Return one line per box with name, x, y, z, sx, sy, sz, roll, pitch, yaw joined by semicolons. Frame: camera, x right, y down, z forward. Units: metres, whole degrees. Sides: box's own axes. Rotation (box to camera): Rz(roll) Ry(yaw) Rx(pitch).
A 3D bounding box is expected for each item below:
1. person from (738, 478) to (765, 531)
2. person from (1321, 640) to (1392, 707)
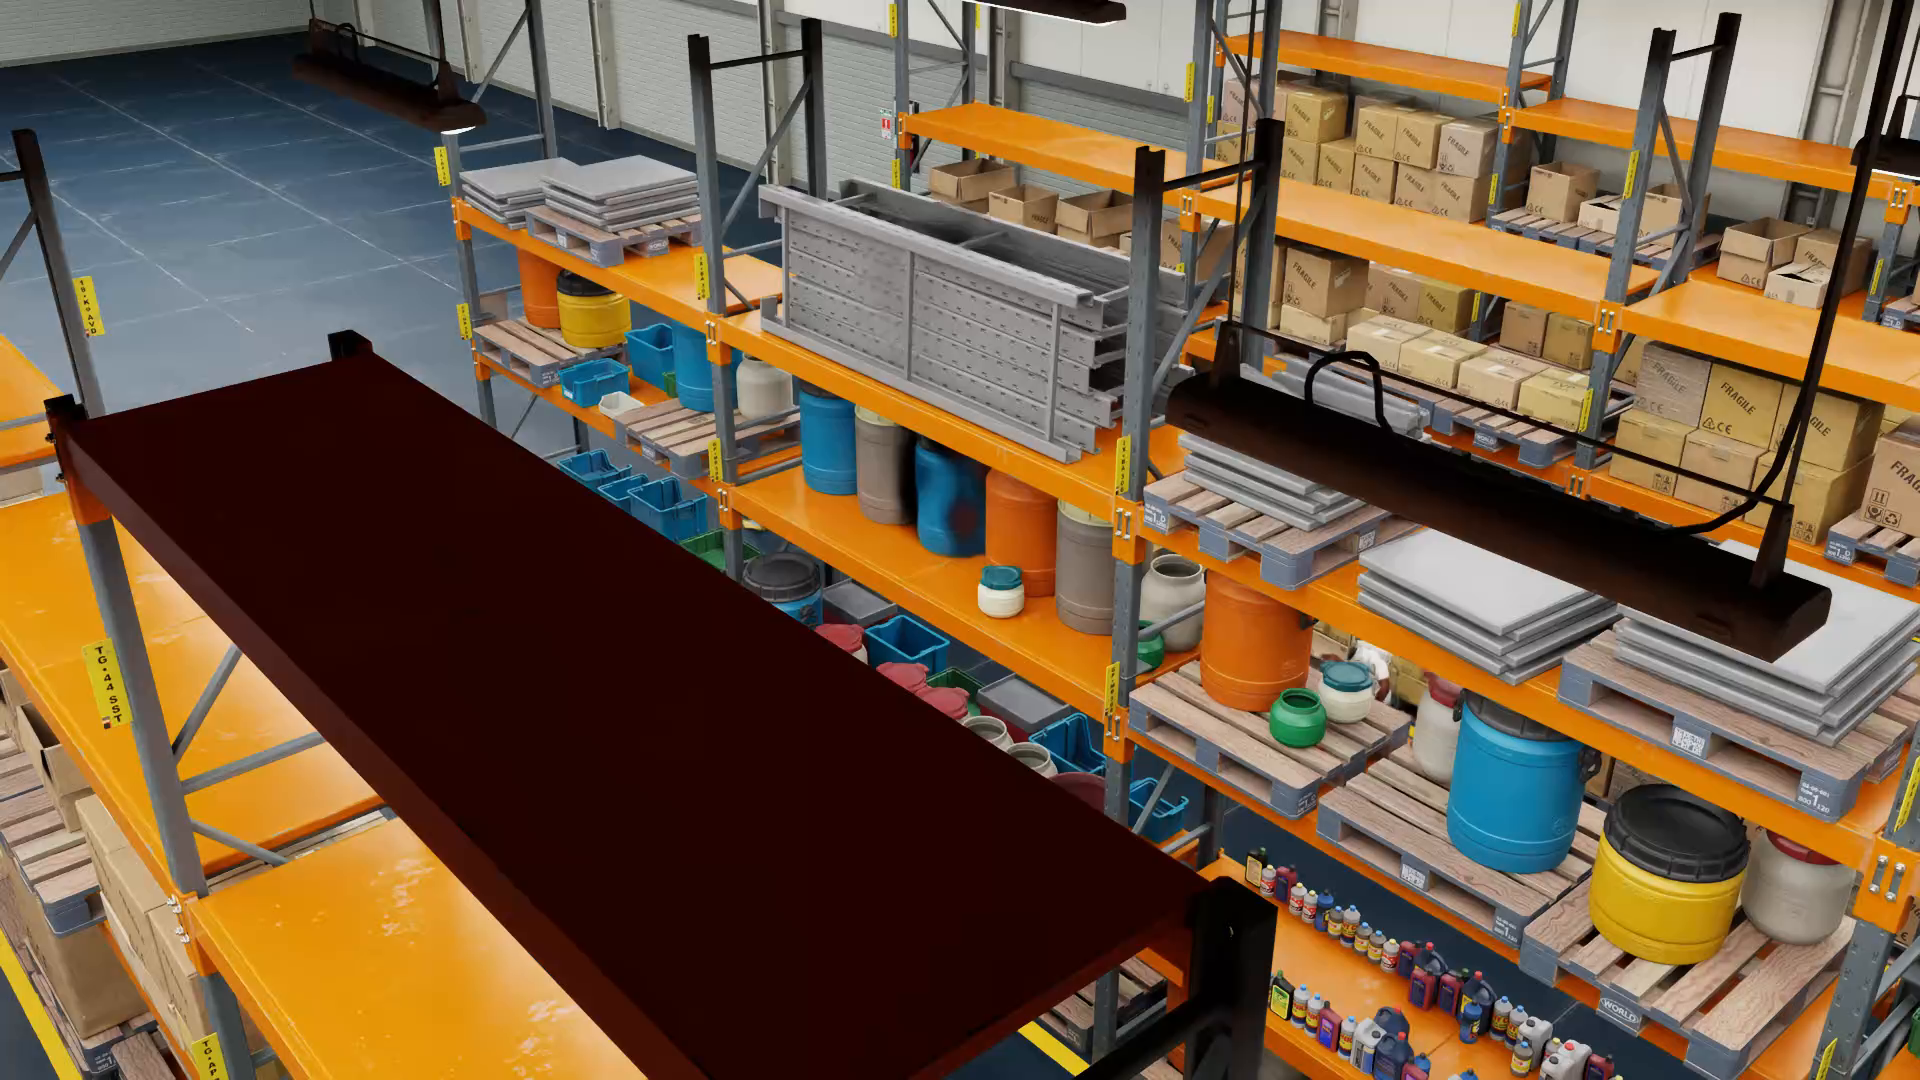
person;-2.228;-0.926;17.443;0.467;1.747;0.673;12;29;22
person;3.066;1.286;12.591;0.810;1.788;0.531;21;34;36
